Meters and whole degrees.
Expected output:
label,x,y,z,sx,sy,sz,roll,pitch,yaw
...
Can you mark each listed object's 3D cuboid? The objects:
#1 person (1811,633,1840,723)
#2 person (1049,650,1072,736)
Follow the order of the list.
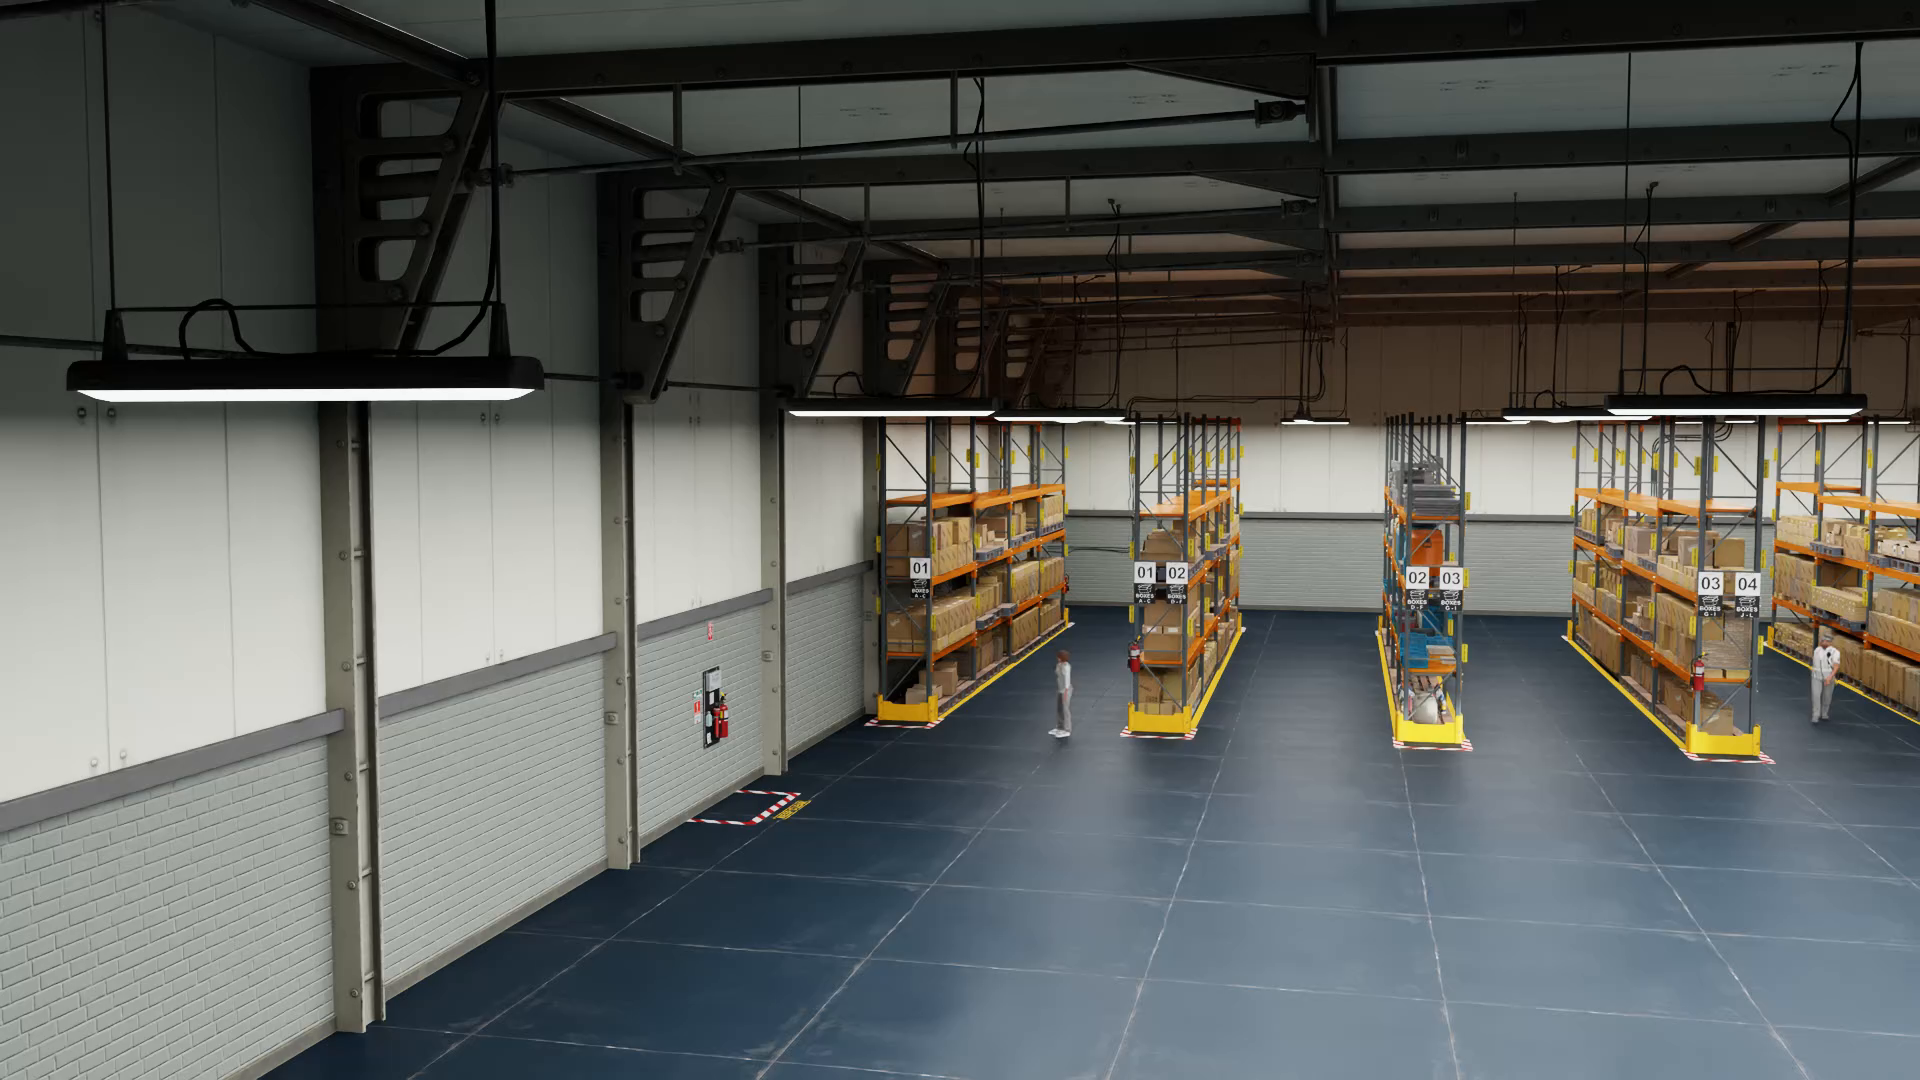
label,x,y,z,sx,sy,sz,roll,pitch,yaw
person,16.756,2.657,32.201,0.489,1.703,1.049,2,4,26
person,1.878,2.825,30.821,0.377,1.599,0.467,-2,4,-22
